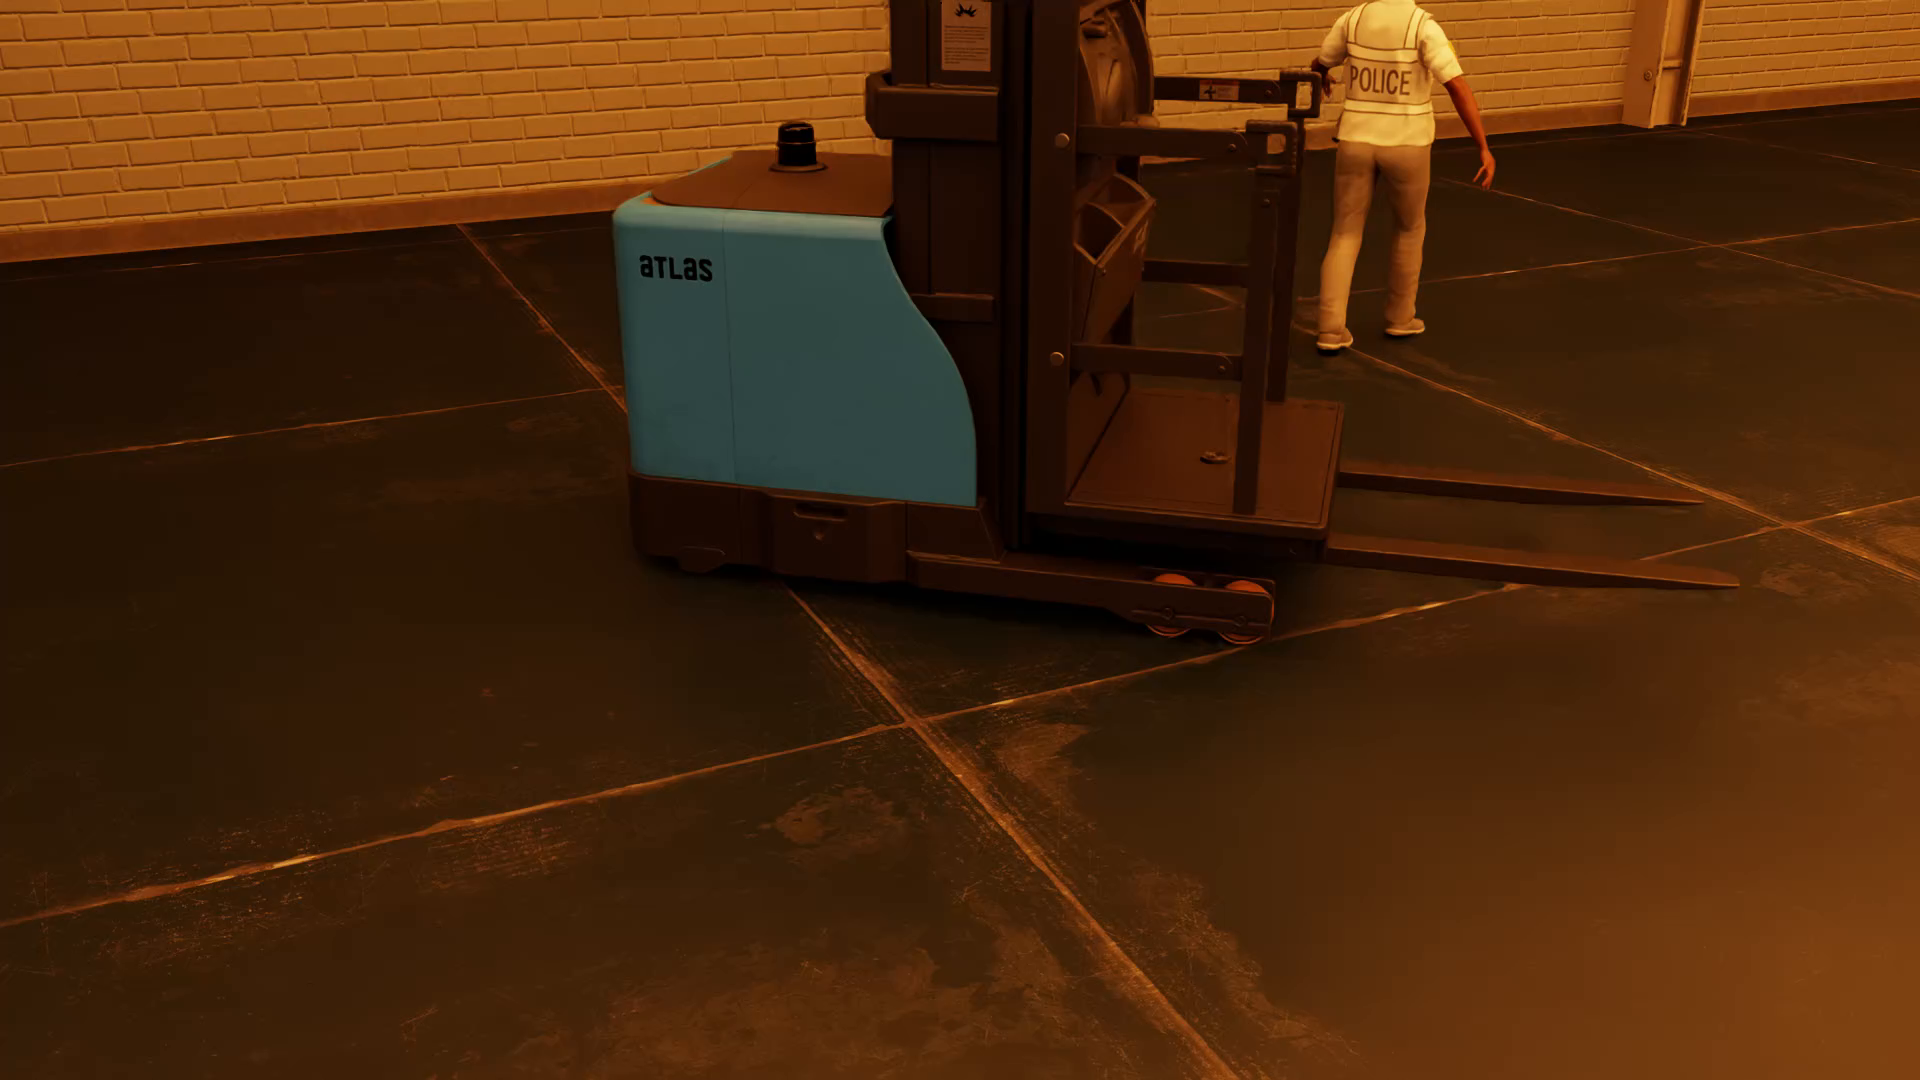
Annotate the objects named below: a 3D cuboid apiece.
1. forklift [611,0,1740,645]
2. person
[{"bbox_3d":[0.609,-1.300,4.416,3.031,2.935,1.130,6,23,13],"label":"forklift"},{"bbox_3d":[1.804,-1.611,6.882,0.892,1.640,0.722,12,25,27],"label":"person"}]
